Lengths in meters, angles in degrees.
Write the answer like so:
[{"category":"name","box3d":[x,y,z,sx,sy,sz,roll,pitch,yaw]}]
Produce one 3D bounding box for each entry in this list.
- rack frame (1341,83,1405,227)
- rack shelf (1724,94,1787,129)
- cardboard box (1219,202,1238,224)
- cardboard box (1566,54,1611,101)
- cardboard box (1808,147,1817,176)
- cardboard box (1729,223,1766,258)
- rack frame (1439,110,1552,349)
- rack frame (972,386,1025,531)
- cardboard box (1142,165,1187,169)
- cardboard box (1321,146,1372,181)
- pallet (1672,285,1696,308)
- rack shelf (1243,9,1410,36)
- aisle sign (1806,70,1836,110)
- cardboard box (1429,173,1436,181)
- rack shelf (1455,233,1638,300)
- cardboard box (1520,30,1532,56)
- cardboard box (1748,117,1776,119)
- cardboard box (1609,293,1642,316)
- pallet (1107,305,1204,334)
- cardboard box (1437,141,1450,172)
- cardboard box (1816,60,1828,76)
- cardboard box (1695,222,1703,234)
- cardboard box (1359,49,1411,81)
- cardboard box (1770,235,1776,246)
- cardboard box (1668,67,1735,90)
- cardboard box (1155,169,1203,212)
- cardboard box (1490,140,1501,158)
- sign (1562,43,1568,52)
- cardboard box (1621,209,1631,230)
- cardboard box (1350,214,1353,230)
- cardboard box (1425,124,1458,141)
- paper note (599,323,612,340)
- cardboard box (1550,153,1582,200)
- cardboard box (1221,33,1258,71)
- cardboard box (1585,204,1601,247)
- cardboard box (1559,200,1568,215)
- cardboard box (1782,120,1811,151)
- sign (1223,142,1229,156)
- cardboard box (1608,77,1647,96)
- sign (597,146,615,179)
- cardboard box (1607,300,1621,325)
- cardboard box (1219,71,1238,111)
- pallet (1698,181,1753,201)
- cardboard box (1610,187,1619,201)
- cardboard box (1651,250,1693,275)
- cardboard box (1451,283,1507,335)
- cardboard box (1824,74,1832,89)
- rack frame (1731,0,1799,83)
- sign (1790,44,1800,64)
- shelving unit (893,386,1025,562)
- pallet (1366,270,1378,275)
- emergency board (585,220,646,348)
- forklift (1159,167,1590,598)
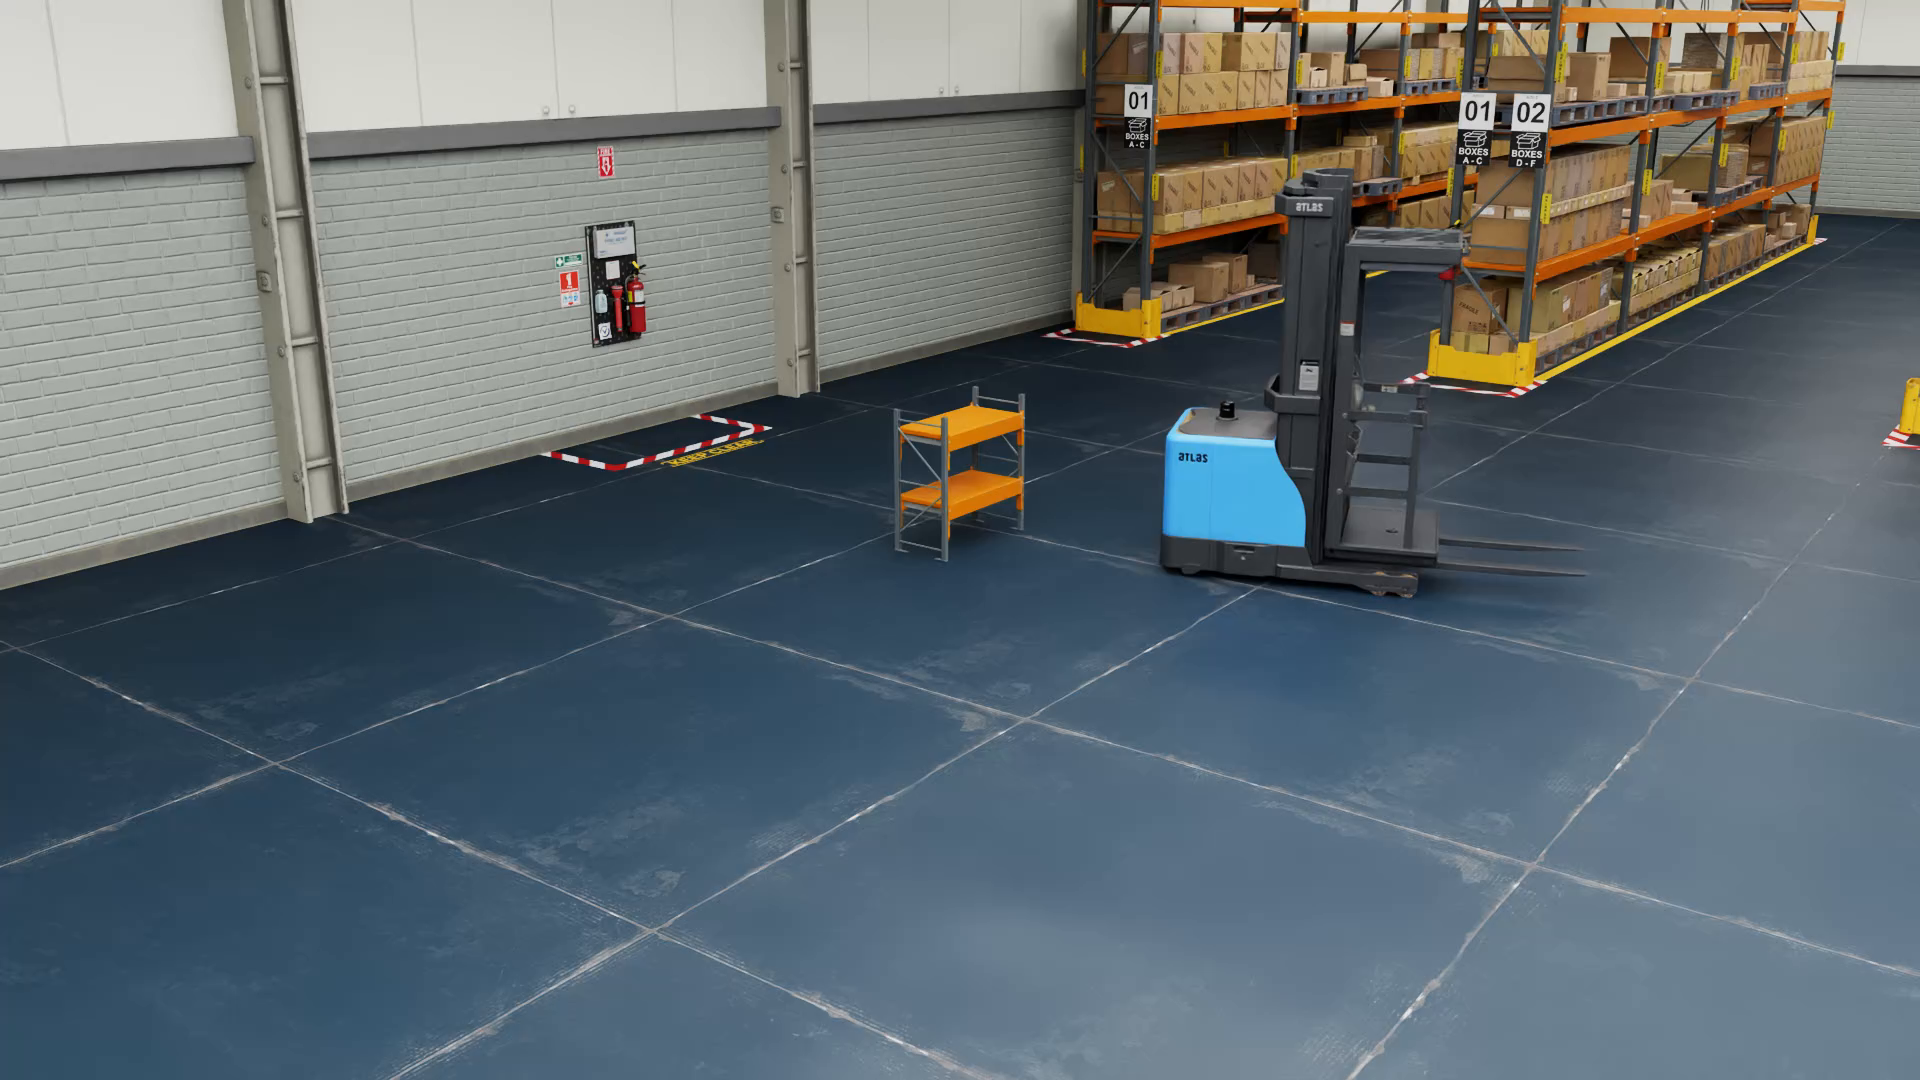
[{"category":"rack frame","box3d":[6.818,-6.088,27.790,1.000,3.000,0.127,12,21,35]},{"category":"rack shelf","box3d":[11.991,-6.779,26.170,1.077,0.370,4.000,12,21,35]},{"category":"cardboard box","box3d":[3.507,-4.547,23.047,0.500,0.250,0.500,13,21,35]},{"category":"cardboard box","box3d":[7.241,-5.403,19.413,0.500,0.500,0.500,12,21,35]},{"category":"cardboard box","box3d":[15.211,-6.888,30.196,0.500,0.500,0.500,13,21,35]},{"category":"cardboard box","box3d":[13.118,-5.014,27.806,0.500,0.500,0.500,12,21,34]},{"category":"rack frame","box3d":[6.032,-3.308,18.838,1.000,3.000,0.127,12,21,35]},{"category":"rack frame","box3d":[0.307,-0.660,13.472,0.500,1.125,0.032,12,21,35]},{"category":"cardboard box","box3d":[2.774,-4.870,22.824,0.500,0.500,0.500,12,21,33]},{"category":"cardboard box","box3d":[6.235,-6.094,26.899,0.700,0.500,0.500,10,20,30]},{"category":"pallet","box3d":[10.277,-3.692,24.778,1.003,0.211,1.213,12,21,35]},{"category":"rack shelf","box3d":[5.627,-7.942,25.532,1.077,0.370,4.000,12,21,35]},{"category":"aisle sign","box3d":[15.852,-8.322,30.602,0.394,0.787,0.004,12,21,35]},{"category":"cardboard box","box3d":[8.106,-6.382,29.127,0.380,0.149,0.250,13,21,35]},{"category":"rack shelf","box3d":[7.224,-3.441,20.479,1.077,0.370,4.000,12,21,35]},{"category":"cardboard box","box3d":[10.443,-9.370,31.414,0.500,0.500,0.500,13,21,35]},{"category":"cardboard box","box3d":[14.482,-7.341,29.970,0.500,0.500,0.500,13,21,35]},{"category":"cardboard box","box3d":[8.855,-3.200,22.420,0.500,0.250,0.500,12,21,33]},{"category":"pallet","box3d":[2.609,-3.056,22.729,1.003,0.211,1.213,12,21,35]},{"category":"cardboard box","box3d":[8.233,-6.724,29.135,0.500,0.500,0.500,13,22,36]},{"category":"cardboard box","box3d":[15.167,-8.432,29.690,0.500,0.250,0.500,12,21,35]},{"category":"cardboard box","box3d":[11.804,-5.111,26.852,0.500,0.250,0.500,12,21,34]},{"category":"cardboard box","box3d":[7.056,-7.902,27.662,0.700,0.500,0.500,11,20,30]},{"category":"cardboard box","box3d":[14.114,-5.293,29.265,0.380,0.166,0.250,12,21,35]},{"category":"cardboard box","box3d":[11.032,-6.803,24.868,0.910,0.500,0.500,12,21,35]},{"category":"cardboard box","box3d":[2.880,-4.655,22.130,0.500,0.500,0.500,12,21,35]},{"category":"cardboard box","box3d":[9.538,-7.310,31.220,0.980,0.700,0.700,13,21,36]},{"category":"sign","box3d":[12.013,-9.712,33.042,0.100,0.325,0.005,12,21,35]},{"category":"cardboard box","box3d":[8.674,-4.314,22.331,0.500,0.250,0.500,14,22,38]},{"category":"cardboard box","box3d":[6.041,-5.157,27.001,0.500,0.250,0.500,13,21,36]},{"category":"cardboard box","box3d":[8.513,-7.200,29.403,0.500,0.250,0.500,13,21,36]},{"category":"paper note","box3d":[-3.465,-2.040,16.242,0.016,0.148,0.142,12,21,35]},{"category":"cardboard box","box3d":[6.961,-4.343,19.816,0.700,0.500,0.500,13,21,35]},{"category":"cardboard box","box3d":[3.733,-6.677,22.739,0.500,0.500,0.500,12,21,33]},{"category":"cardboard box","box3d":[7.545,-3.956,20.756,0.700,0.500,0.500,13,21,35]},{"category":"cardboard box","box3d":[6.896,-3.903,19.492,0.380,0.149,0.250,12,21,34]},{"category":"cardboard box","box3d":[14.610,-7.122,29.266,0.500,0.500,0.500,13,22,36]},{"category":"sign","box3d":[3.987,-5.785,24.863,0.100,0.325,0.005,12,21,35]},{"category":"cardboard box","box3d":[8.790,-5.967,21.888,0.500,0.250,0.500,15,23,40]},{"category":"sign","box3d":[-3.389,-3.614,15.914,0.001,0.298,0.199,12,21,35]},{"category":"cardboard box","box3d":[8.315,-2.999,21.771,0.500,0.250,0.500,12,21,35]},{"category":"cardboard box","box3d":[3.409,-6.085,22.521,0.500,0.500,0.500,14,22,38]},{"category":"pallet","box3d":[11.954,-5.586,26.496,1.003,0.211,1.213,12,21,35]},{"category":"cardboard box","box3d":[8.123,-4.394,21.074,0.380,0.149,0.250,12,21,33]},{"category":"cardboard box","box3d":[10.380,-4.075,24.292,0.500,0.311,0.500,12,21,34]},{"category":"cardboard box","box3d":[6.113,-2.734,19.653,0.500,0.500,0.500,12,21,35]},{"category":"cardboard box","box3d":[15.471,-8.311,30.143,0.500,0.250,0.500,12,21,35]},{"category":"rack frame","box3d":[13.182,-9.031,27.152,1.000,3.000,0.127,12,21,35]},{"category":"sign","box3d":[13.630,-7.936,27.149,0.100,0.325,0.005,12,21,35]},{"category":"shelving unit","box3d":[0.004,-0.539,13.082,0.538,1.125,1.048,12,21,35]},{"category":"pallet","box3d":[6.352,-4.570,27.605,1.003,0.211,1.213,12,21,35]},{"category":"emergency board","box3d":[-3.304,-2.491,16.207,0.194,1.169,0.643,12,21,35]},{"category":"forklift","box3d":[3.069,-1.161,12.042,3.031,2.935,1.130,5,18,15]}]
